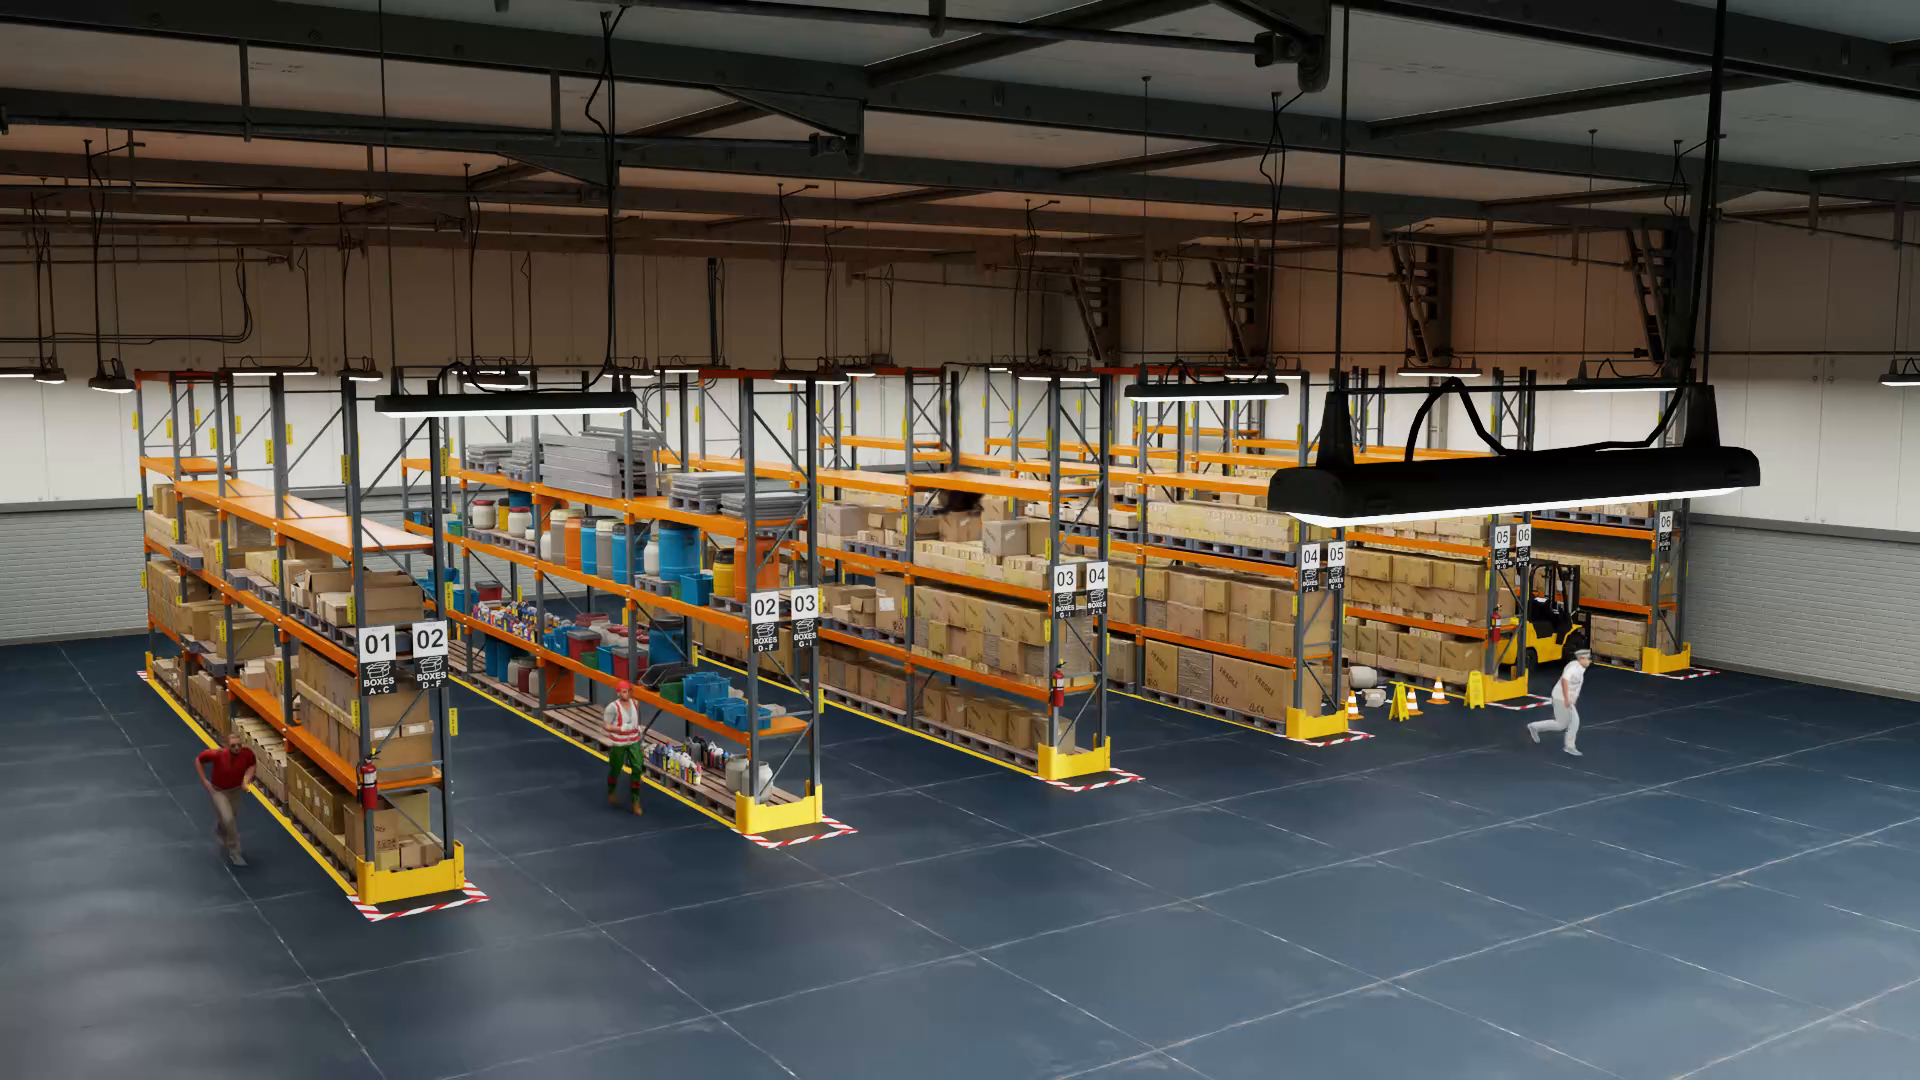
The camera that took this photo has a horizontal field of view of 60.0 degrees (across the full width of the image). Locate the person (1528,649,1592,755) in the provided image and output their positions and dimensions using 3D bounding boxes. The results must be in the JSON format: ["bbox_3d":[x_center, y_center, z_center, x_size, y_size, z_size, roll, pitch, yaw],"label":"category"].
[{"bbox_3d":[9.491,2.552,26.344,0.920,1.720,0.665,2,7,16],"label":"person"}]

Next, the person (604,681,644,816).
[{"bbox_3d":[-4.642,2.840,22.991,0.646,1.840,0.886,-4,8,-34],"label":"person"}]

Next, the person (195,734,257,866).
[{"bbox_3d":[-9.205,3.198,20.834,0.705,1.696,1.008,-5,8,-40],"label":"person"}]
